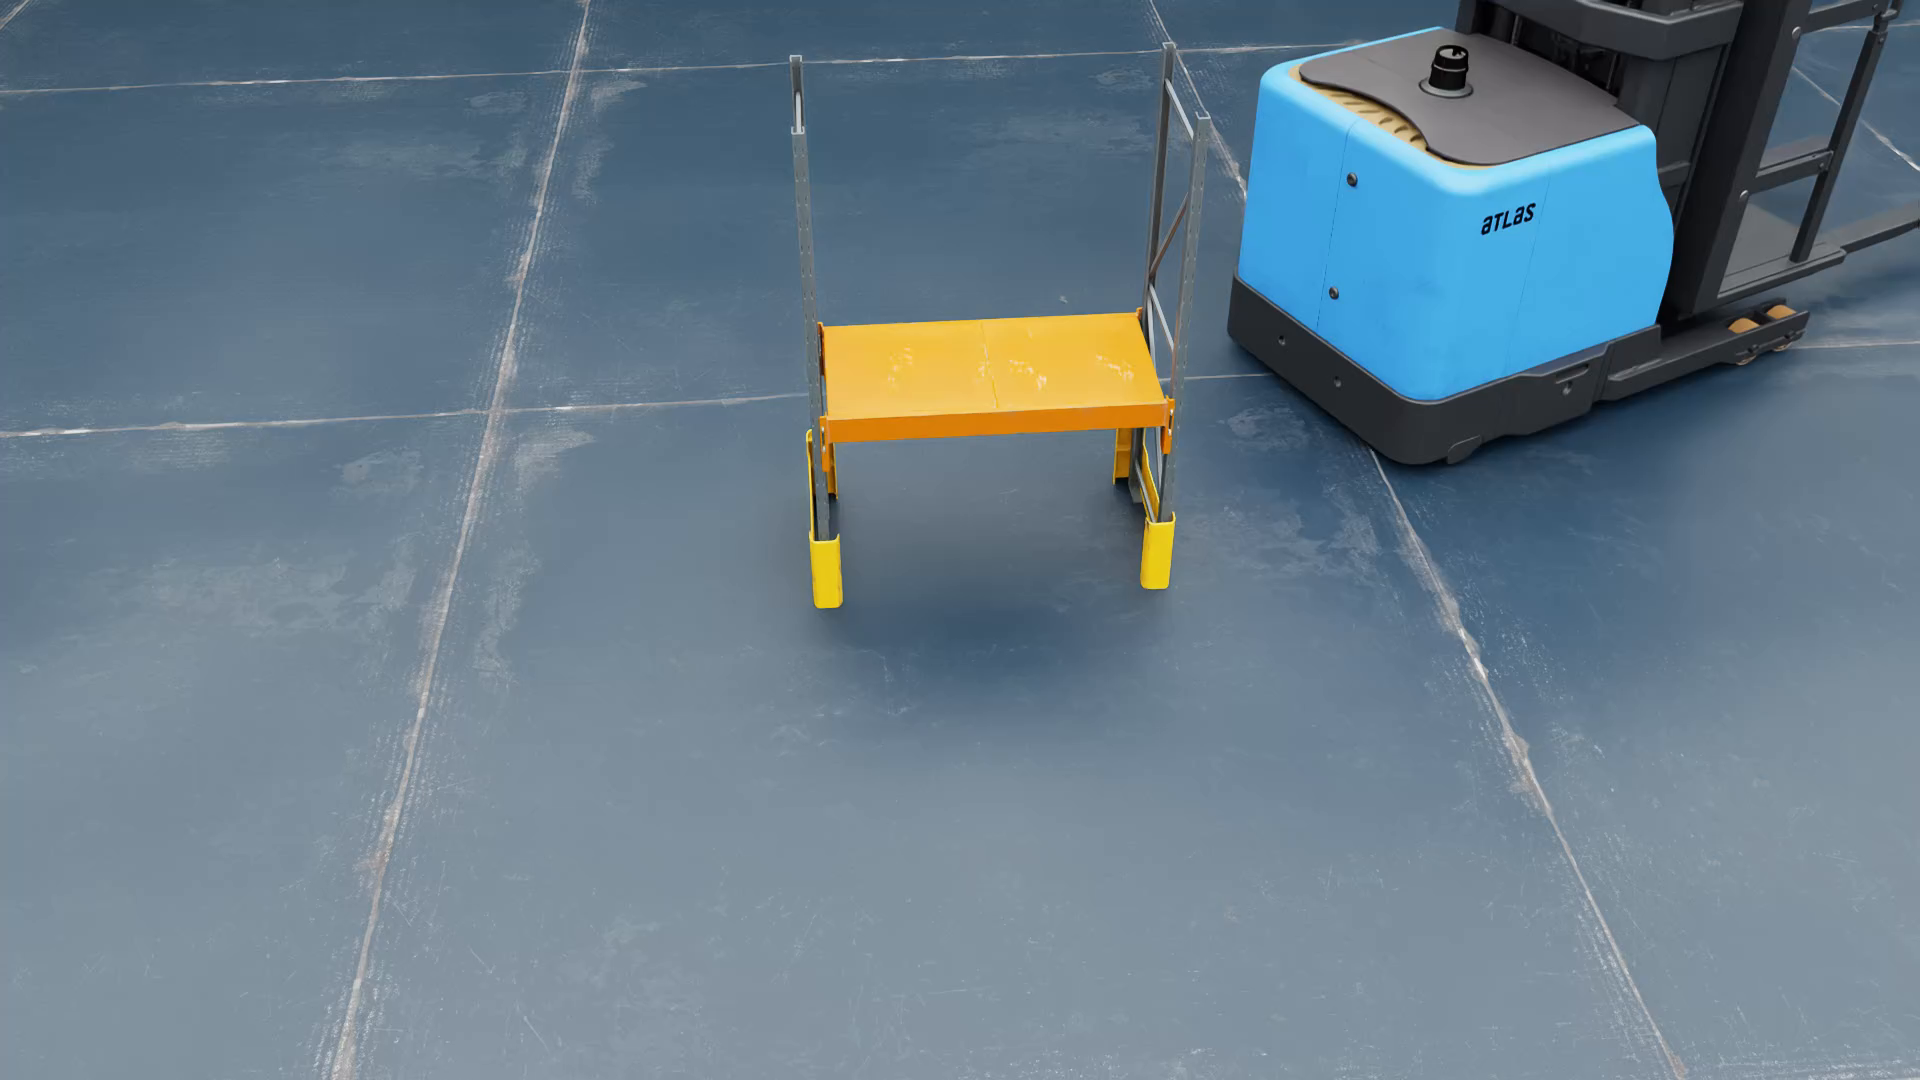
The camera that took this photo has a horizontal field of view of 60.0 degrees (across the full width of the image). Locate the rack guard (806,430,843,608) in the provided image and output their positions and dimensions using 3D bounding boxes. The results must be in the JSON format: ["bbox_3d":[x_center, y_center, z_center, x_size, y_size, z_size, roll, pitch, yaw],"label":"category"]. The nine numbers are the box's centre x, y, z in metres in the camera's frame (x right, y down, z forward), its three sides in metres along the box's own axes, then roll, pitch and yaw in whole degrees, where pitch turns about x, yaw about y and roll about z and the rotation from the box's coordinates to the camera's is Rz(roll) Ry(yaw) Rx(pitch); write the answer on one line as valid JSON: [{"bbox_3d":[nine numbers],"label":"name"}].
[{"bbox_3d":[-0.420,-0.075,5.143,0.087,0.250,0.587,-3,38,-4],"label":"rack guard"}]

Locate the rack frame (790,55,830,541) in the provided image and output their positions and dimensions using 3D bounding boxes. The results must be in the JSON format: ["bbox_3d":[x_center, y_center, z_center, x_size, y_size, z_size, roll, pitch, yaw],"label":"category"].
[{"bbox_3d":[-0.421,-0.566,4.756,0.032,1.500,0.500,-3,38,-4],"label":"rack frame"}]

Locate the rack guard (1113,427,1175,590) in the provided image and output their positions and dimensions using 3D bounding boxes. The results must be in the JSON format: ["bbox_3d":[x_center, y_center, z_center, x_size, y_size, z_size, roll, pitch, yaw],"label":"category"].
[{"bbox_3d":[0.572,-0.130,5.213,0.087,0.250,0.587,-3,38,-4],"label":"rack guard"}]

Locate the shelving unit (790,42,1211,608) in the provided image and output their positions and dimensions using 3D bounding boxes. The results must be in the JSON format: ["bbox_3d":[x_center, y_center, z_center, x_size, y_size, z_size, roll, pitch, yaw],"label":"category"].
[{"bbox_3d":[0.076,-0.593,4.791,1.083,1.500,0.587,-3,38,-4],"label":"shelving unit"}]

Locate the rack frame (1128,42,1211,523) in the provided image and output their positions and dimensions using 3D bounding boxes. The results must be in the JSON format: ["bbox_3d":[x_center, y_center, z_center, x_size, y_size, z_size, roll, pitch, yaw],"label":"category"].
[{"bbox_3d":[0.591,-0.621,4.827,0.032,1.500,0.500,-3,38,-4],"label":"rack frame"}]

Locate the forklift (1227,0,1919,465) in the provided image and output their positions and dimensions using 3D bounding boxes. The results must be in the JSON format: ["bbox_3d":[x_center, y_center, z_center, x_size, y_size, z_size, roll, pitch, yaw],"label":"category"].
[{"bbox_3d":[2.522,-2.055,5.488,3.031,2.935,1.130,-19,42,-22],"label":"forklift"}]

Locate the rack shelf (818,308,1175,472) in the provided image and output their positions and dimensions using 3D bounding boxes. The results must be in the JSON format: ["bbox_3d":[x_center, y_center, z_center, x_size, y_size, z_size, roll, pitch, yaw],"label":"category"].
[{"bbox_3d":[0.085,-0.452,4.903,1.000,0.185,0.538,-3,38,-4],"label":"rack shelf"}]
